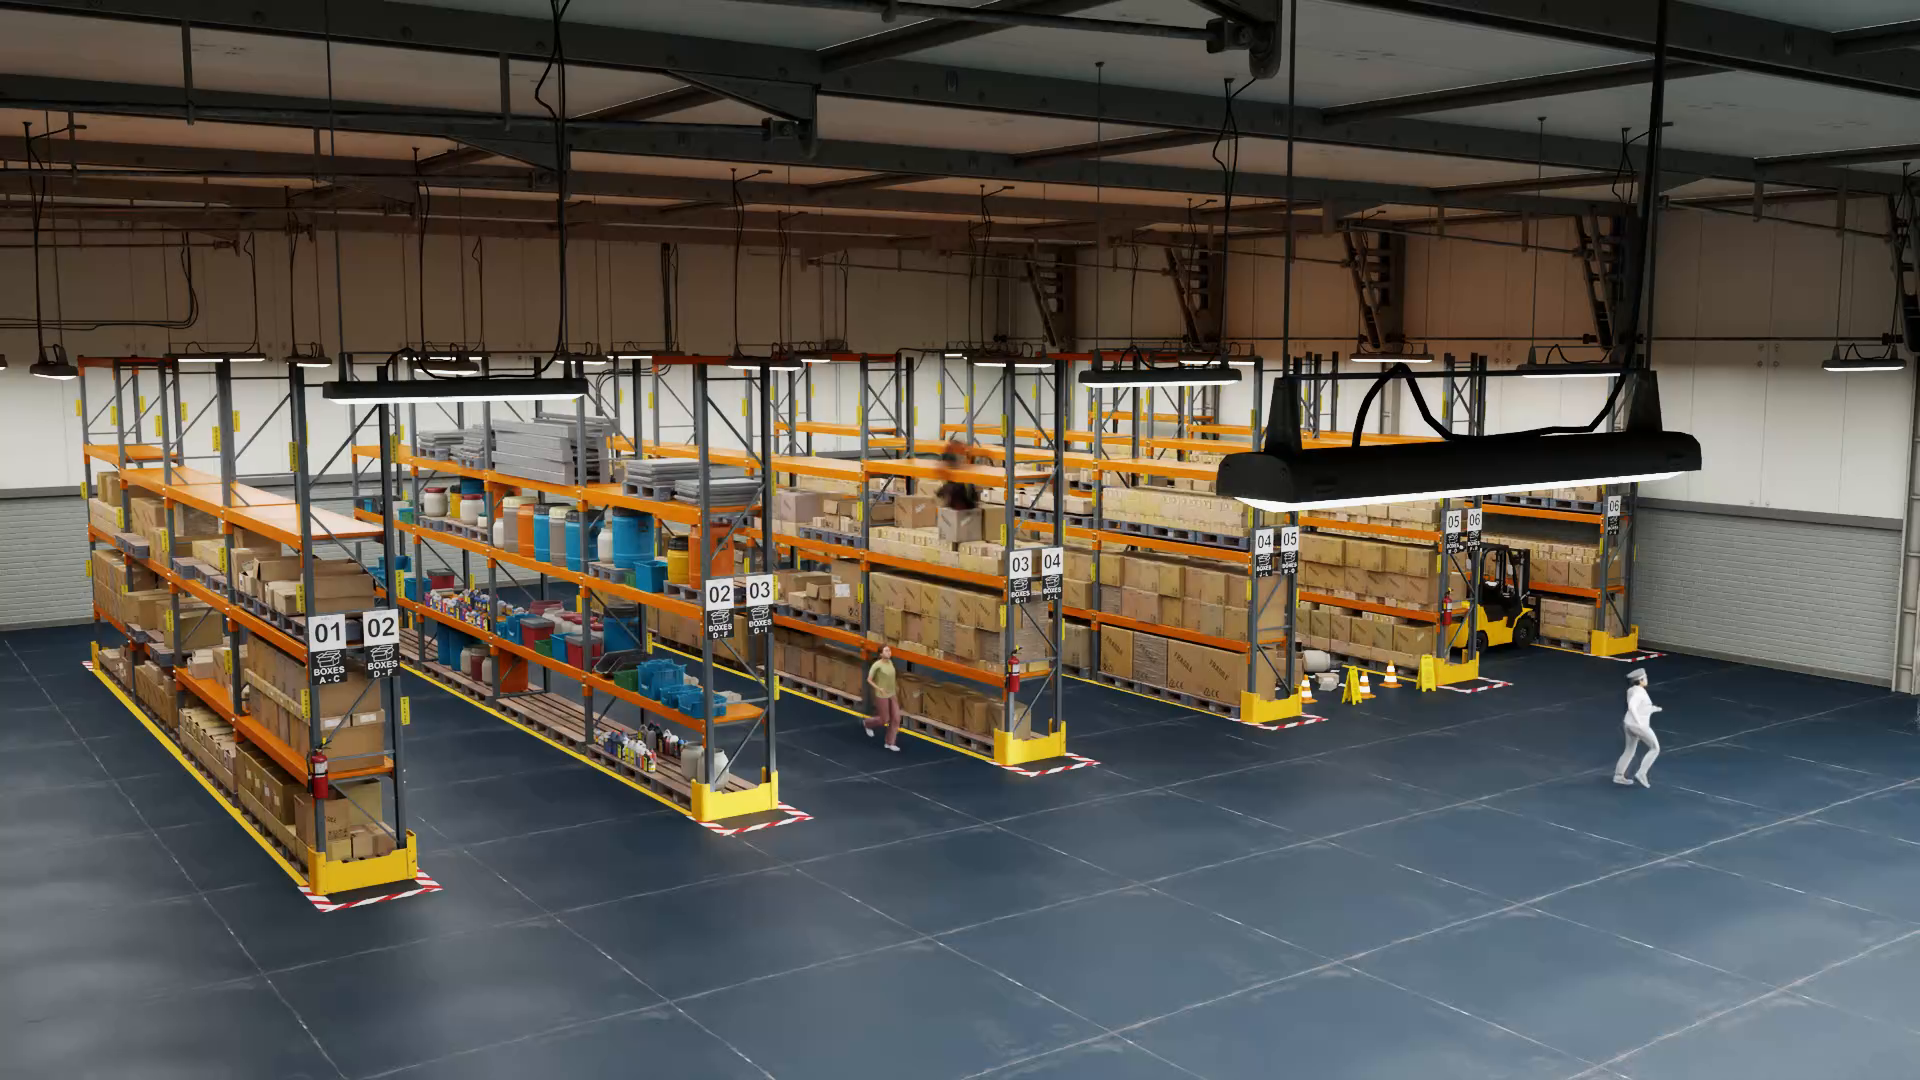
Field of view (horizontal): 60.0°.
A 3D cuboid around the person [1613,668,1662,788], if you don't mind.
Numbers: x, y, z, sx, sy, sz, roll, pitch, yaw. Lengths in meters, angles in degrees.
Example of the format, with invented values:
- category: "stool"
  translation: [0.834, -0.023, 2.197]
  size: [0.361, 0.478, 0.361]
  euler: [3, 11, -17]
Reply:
- category: "person"
  translation: [9.578, 2.653, 23.469]
  size: [0.655, 1.707, 0.591]
  euler: [-1, 7, -6]

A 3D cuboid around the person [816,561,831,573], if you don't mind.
- category: "person"
  translation: [-3.407, 0.499, 41.845]
  size: [0.692, 1.537, 0.593]
  euler: [2, 7, 16]

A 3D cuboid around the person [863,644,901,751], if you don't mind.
- category: "person"
  translation: [-1.192, 2.413, 25.767]
  size: [0.755, 1.645, 0.581]
  euler: [7, 10, 44]
